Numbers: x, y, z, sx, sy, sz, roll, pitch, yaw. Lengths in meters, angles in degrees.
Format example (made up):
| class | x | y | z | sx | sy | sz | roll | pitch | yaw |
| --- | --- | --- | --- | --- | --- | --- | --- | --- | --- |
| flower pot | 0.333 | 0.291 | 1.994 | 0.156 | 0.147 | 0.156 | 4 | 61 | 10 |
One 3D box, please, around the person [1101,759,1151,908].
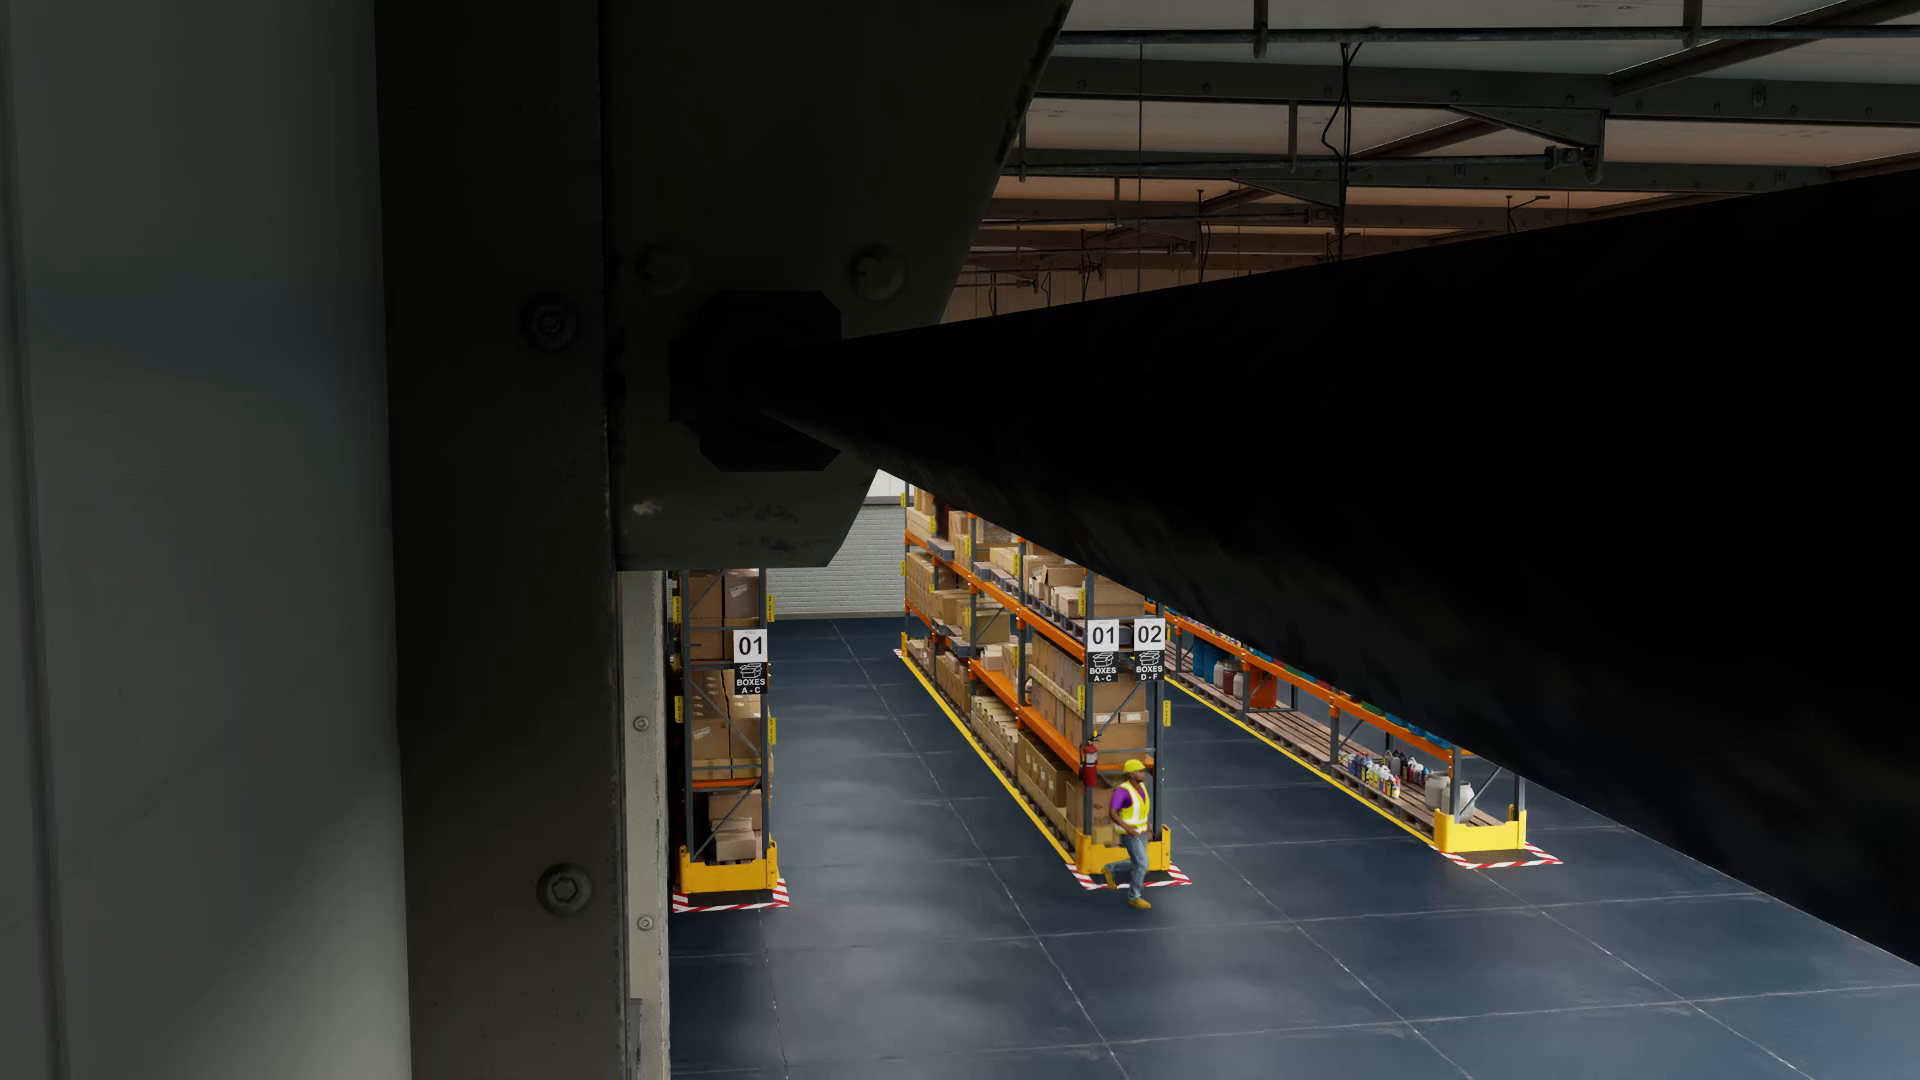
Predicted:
| class | x | y | z | sx | sy | sz | roll | pitch | yaw |
| --- | --- | --- | --- | --- | --- | --- | --- | --- | --- |
| person | 1.987 | 3.446 | 19.716 | 0.706 | 1.735 | 0.749 | 4 | 7 | 32 |
